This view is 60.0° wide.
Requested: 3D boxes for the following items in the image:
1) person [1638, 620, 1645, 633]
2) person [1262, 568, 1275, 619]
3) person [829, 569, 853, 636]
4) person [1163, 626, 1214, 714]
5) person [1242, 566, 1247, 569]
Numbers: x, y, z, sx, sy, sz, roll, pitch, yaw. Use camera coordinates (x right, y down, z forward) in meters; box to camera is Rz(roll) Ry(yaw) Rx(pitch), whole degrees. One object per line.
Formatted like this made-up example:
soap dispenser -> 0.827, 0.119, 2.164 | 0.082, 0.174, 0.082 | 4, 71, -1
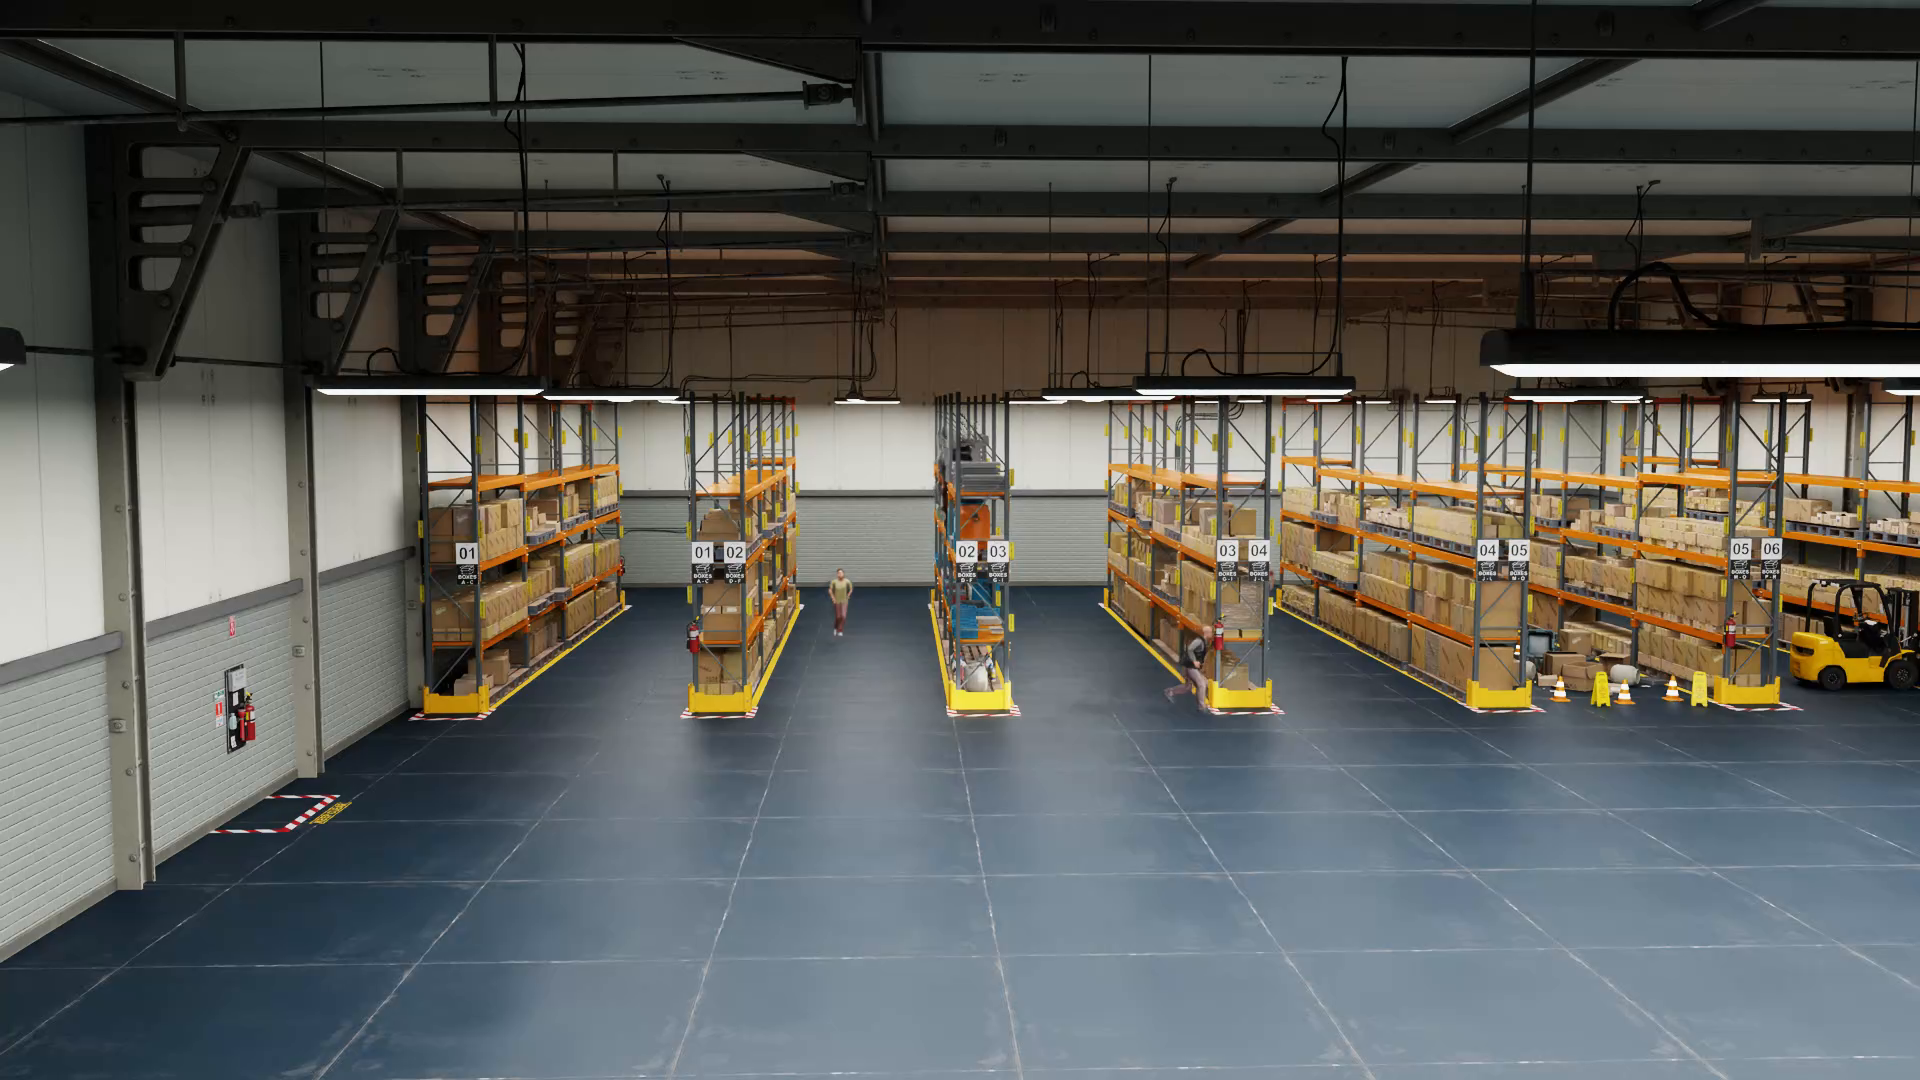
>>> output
person -> 16.616, 1.588, 40.501 | 0.673, 1.778, 0.981 | -1, 5, -11
person -> 8.086, 1.344, 44.501 | 0.702, 1.686, 0.707 | 0, 5, -2
person -> -2.816, 1.491, 39.522 | 0.570, 1.607, 0.532 | -1, 5, -10
person -> 4.277, 2.430, 31.097 | 0.922, 1.679, 0.677 | 2, 5, 22
person -> 7.626, 1.204, 45.827 | 0.709, 1.765, 0.798 | -1, 5, -10
